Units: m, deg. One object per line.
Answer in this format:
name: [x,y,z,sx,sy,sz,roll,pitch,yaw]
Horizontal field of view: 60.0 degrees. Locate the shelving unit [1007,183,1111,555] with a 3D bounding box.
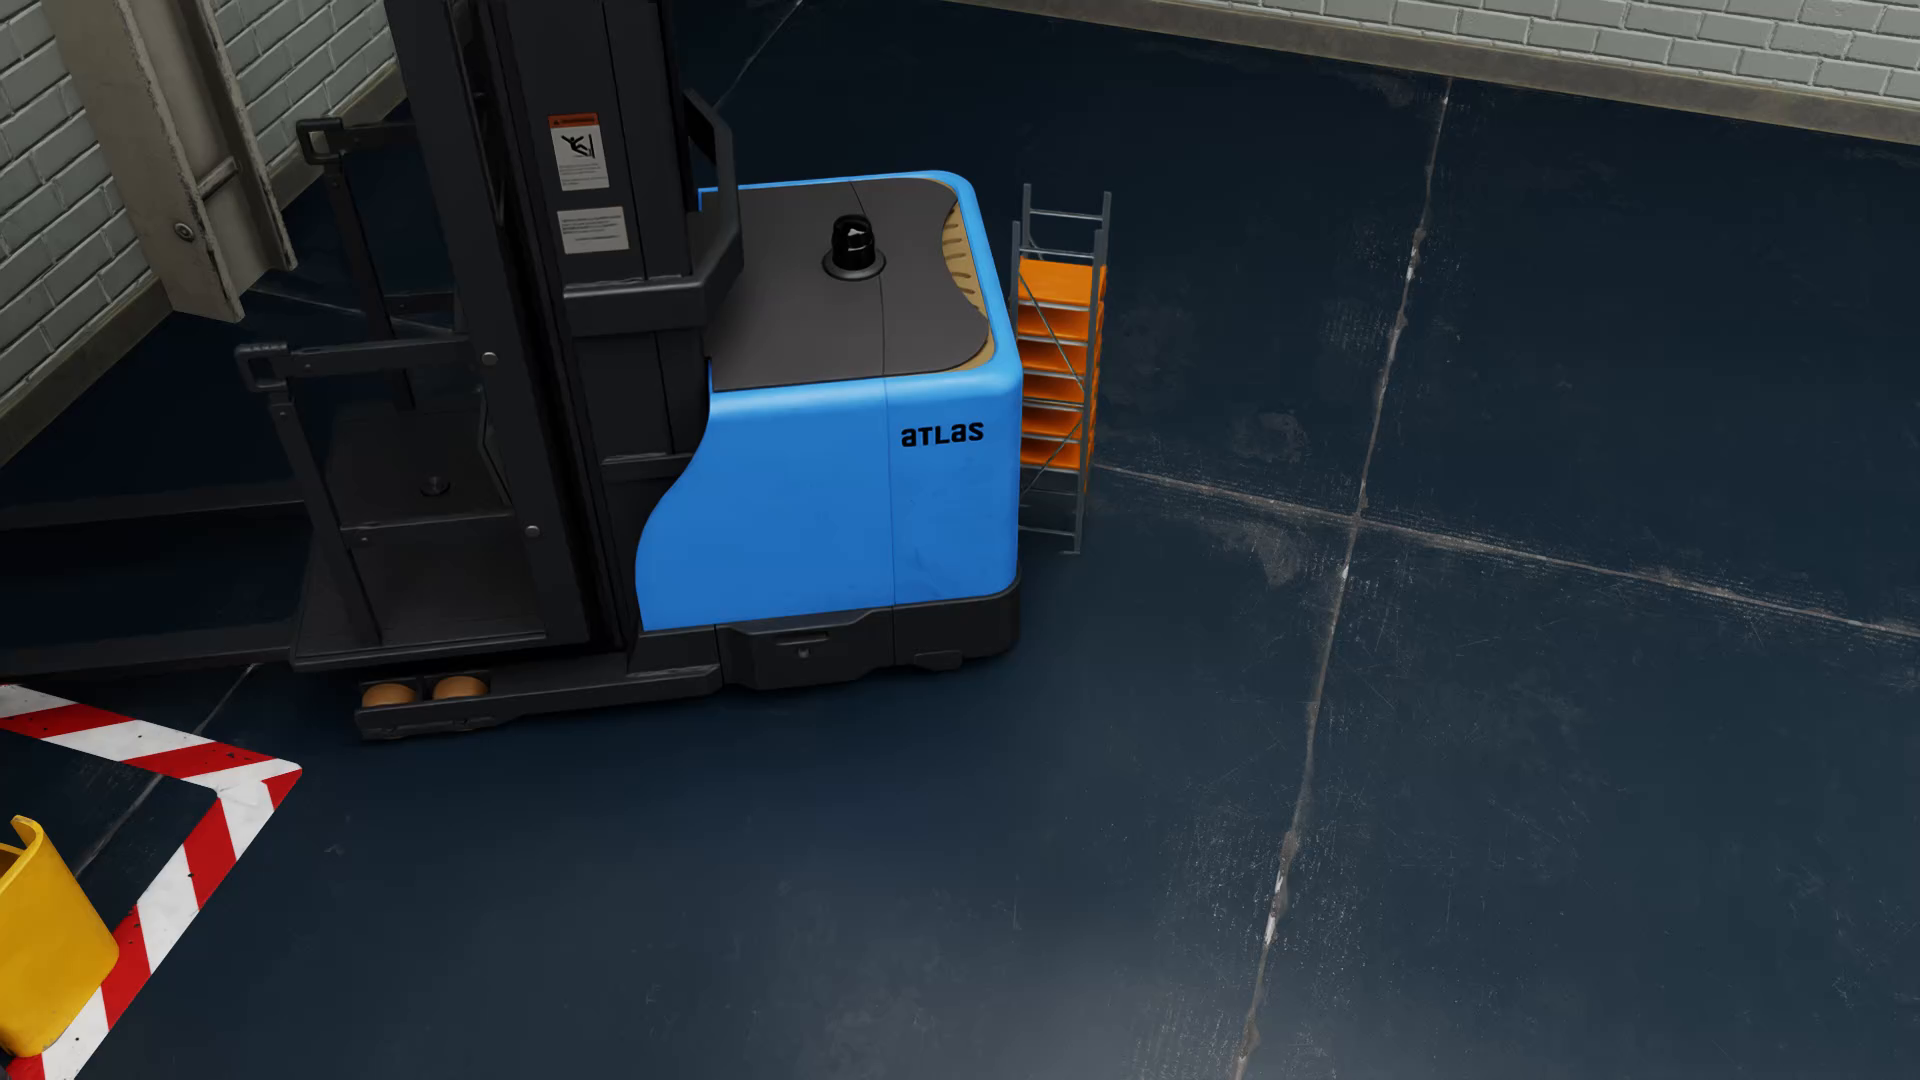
shelving unit: [0.274,-0.462,4.864,0.258,1.200,0.189,7,45,8]

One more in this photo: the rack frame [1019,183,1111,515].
rack frame: [0.291,-0.525,4.929,0.240,1.200,0.006,7,45,8]

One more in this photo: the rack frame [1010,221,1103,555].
rack frame: [0.257,-0.399,4.800,0.240,1.200,0.006,7,45,8]

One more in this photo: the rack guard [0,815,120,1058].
rack guard: [-2.706,0.835,4.039,1.175,0.500,0.348,13,46,13]

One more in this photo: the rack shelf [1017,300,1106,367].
rack shelf: [0.274,-0.602,4.727,0.258,0.103,0.180,7,45,8]

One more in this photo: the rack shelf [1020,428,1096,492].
rack shelf: [0.274,-0.259,5.063,0.258,0.103,0.180,7,45,8]

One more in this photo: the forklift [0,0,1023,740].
forklift: [-1.386,-0.884,4.058,3.031,2.935,1.130,-6,45,-6]

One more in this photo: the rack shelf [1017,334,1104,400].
rack shelf: [0.274,-0.516,4.811,0.258,0.103,0.180,7,45,8]

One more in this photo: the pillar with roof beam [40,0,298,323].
pillar with roof beam: [1.383,-3.258,2.145,9.100,9.000,0.400,13,46,13]

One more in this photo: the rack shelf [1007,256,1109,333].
rack shelf: [0.274,-0.688,4.644,0.258,0.103,0.180,7,45,8]

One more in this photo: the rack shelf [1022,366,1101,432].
rack shelf: [0.274,-0.430,4.895,0.258,0.103,0.180,7,45,8]

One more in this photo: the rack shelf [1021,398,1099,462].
rack shelf: [0.274,-0.344,4.979,0.258,0.103,0.180,7,45,8]
